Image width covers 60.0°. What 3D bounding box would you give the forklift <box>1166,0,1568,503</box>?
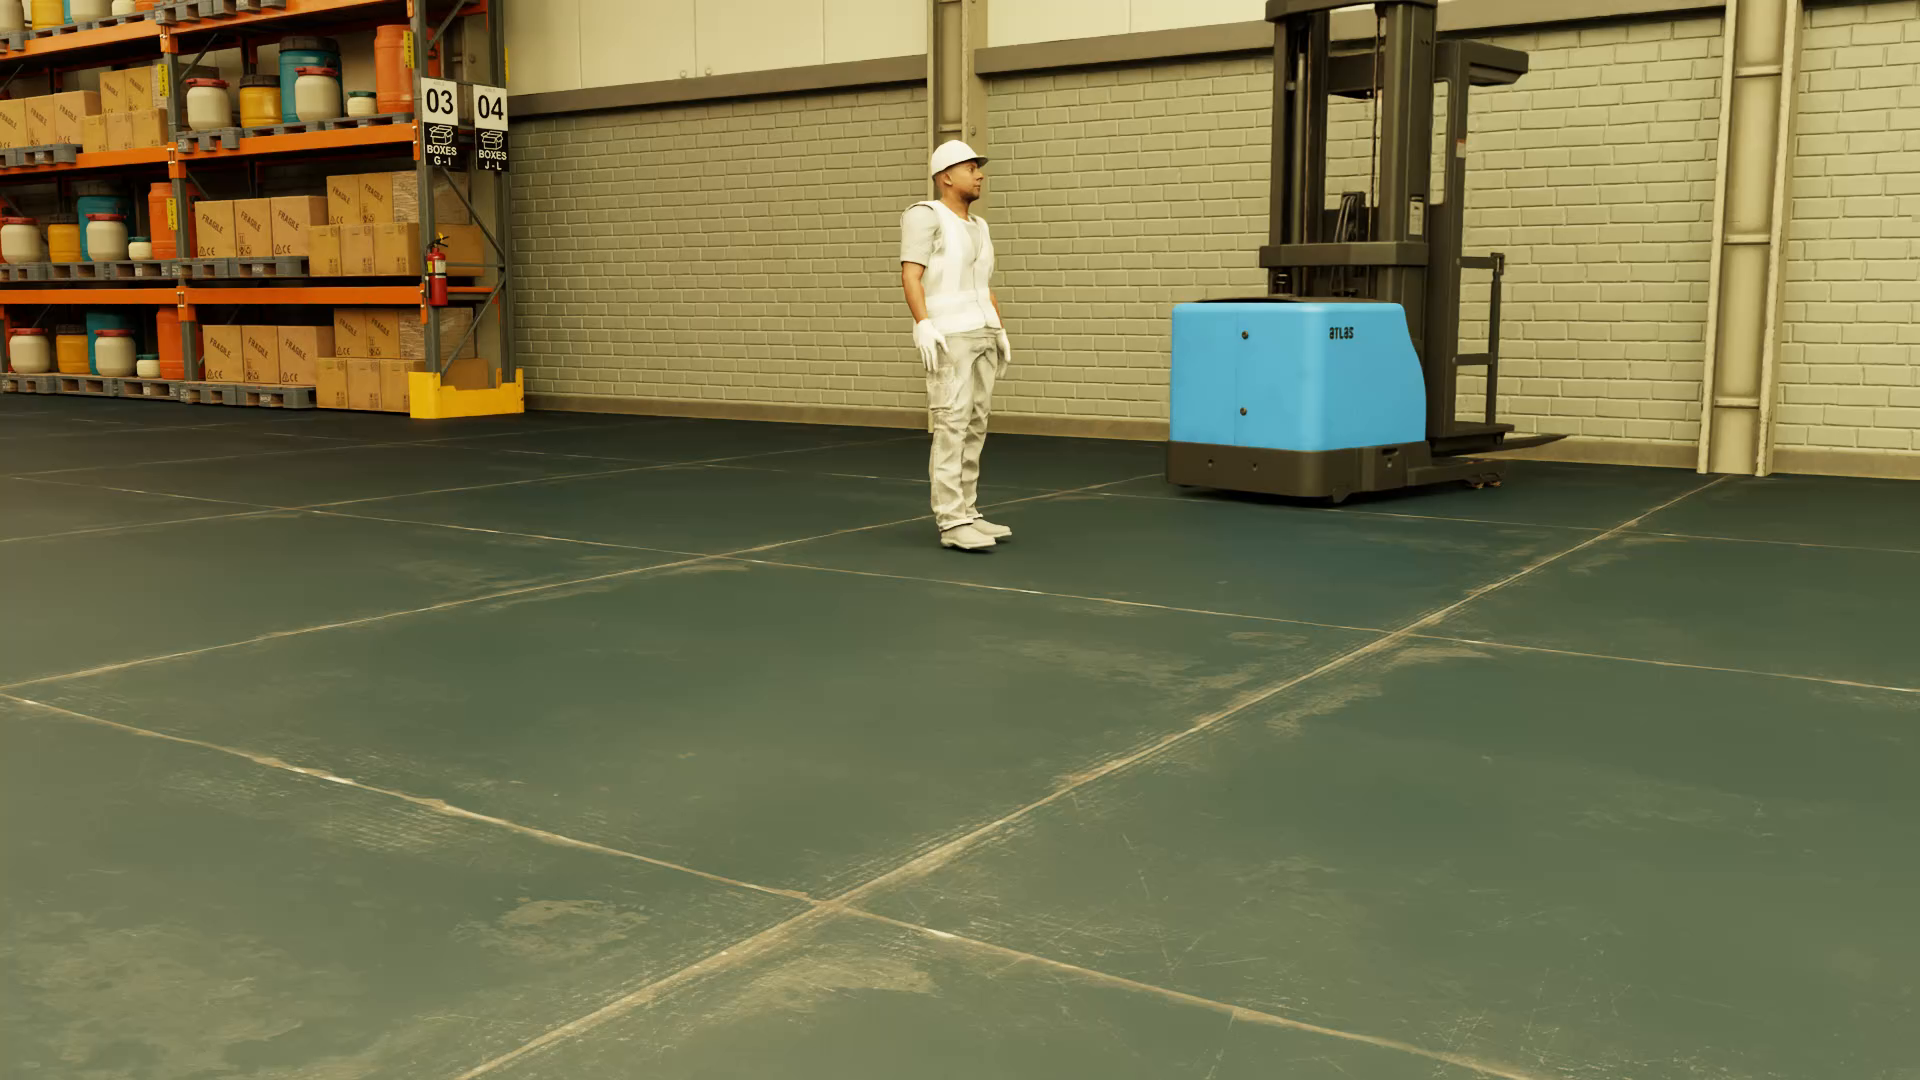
[{"bbox_3d":[2.587,-1.793,9.801,3.031,2.935,1.130,-7,11,-42],"label":"forklift"}]

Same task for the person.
[{"bbox_3d":[0.055,-0.884,7.430,0.575,1.785,0.657,5,10,34],"label":"person"}]
